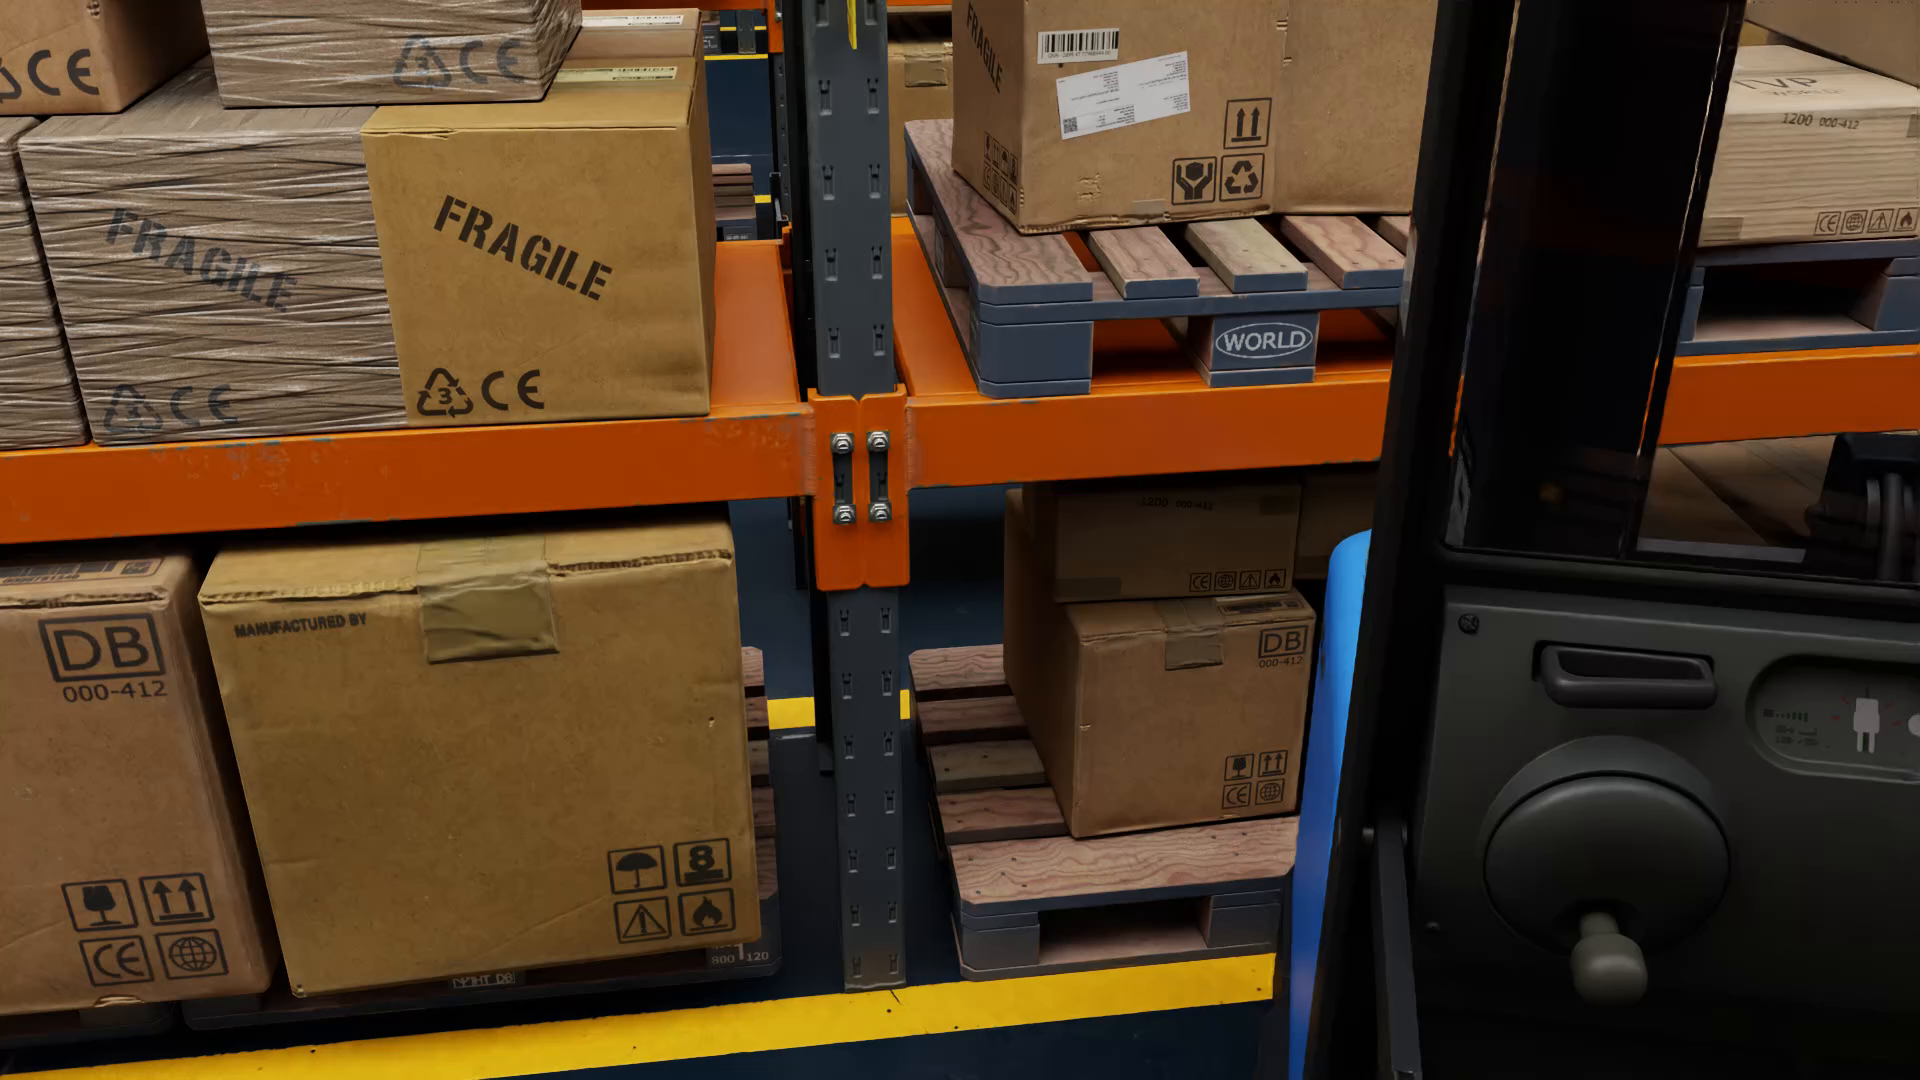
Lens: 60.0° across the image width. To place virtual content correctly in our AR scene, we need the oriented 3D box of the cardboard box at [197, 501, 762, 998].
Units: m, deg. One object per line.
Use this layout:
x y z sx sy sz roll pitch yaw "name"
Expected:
-0.929 0.164 3.512 0.875 0.875 1.225 -5 28 -10 "cardboard box"

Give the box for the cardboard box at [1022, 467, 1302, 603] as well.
0.416 -0.102 3.598 0.500 0.250 0.500 -3 27 -5 "cardboard box"

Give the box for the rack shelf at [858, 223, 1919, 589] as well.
1.737 -0.436 3.602 4.000 0.370 1.077 -4 27 -7 "rack shelf"

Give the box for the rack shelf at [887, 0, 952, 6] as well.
1.146 -2.685 7.984 4.000 0.370 1.077 -4 27 -7 "rack shelf"

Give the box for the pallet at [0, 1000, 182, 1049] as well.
-2.240 0.704 3.647 1.213 0.211 1.003 -4 27 -7 "pallet"

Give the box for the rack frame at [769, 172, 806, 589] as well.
-0.510 -0.468 4.929 0.032 1.125 0.500 -4 27 -7 "rack frame"

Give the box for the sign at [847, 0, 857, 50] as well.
-0.163 -0.893 2.437 0.005 0.325 0.100 -4 27 -7 "sign"

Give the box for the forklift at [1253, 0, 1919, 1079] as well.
0.896 0.319 1.417 1.130 2.935 3.031 5 28 9 "forklift"

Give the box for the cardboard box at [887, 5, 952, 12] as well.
-0.333 -4.208 12.585 0.625 0.372 0.950 -4 27 -8 "cardboard box"

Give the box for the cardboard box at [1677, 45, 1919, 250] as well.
1.449 -0.752 3.133 0.500 0.250 0.500 -4 27 -9 "cardboard box"

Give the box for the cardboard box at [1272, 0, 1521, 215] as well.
0.825 -0.993 3.330 0.500 0.500 0.700 0 27 1 "cardboard box"

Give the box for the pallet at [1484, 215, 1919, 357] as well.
1.711 -0.688 3.515 1.213 0.211 1.003 -4 27 -7 "pallet"

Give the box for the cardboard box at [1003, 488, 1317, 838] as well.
0.417 0.236 3.761 0.500 0.500 0.700 -5 28 -10 "cardboard box"

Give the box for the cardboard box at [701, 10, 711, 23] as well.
-2.319 -4.344 12.298 0.875 0.875 0.875 -4 27 -8 "cardboard box"

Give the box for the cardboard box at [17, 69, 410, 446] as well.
-1.192 -0.501 2.831 0.500 0.500 0.500 -4 27 -8 "cardboard box"

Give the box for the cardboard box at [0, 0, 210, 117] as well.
-1.615 -1.040 2.783 0.637 0.503 0.797 -3 27 -6 "cardboard box"

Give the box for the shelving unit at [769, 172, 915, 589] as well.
-0.007 -0.500 4.992 1.048 1.125 0.538 -4 27 -7 "shelving unit"

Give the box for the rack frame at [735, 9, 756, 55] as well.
-1.624 -5.109 11.921 0.127 3.000 1.000 -4 27 -7 "rack frame"

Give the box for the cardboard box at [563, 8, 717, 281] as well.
-0.762 -0.765 3.346 0.500 0.500 0.500 -3 27 -6 "cardboard box"

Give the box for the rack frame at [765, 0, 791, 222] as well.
-0.834 -2.877 7.572 0.127 3.000 1.000 -4 27 -7 "rack frame"

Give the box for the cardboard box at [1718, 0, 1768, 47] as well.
3.759 -2.382 8.473 0.875 0.875 0.875 -3 27 -6 "cardboard box"

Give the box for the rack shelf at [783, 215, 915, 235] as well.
-0.007 -0.760 4.859 1.000 0.278 0.538 -4 27 -7 "rack shelf"

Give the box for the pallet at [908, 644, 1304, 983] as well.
0.531 0.563 3.922 1.213 0.211 1.003 -4 27 -7 "pallet"

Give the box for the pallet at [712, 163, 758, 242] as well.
-1.608 -1.588 8.113 1.213 0.211 1.003 -4 27 -7 "pallet"

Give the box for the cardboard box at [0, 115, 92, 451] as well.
-1.706 -0.466 2.764 0.500 0.500 0.500 -5 28 -9 "cardboard box"

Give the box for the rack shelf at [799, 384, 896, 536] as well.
-0.007 -0.282 5.104 1.000 0.278 0.538 -4 27 -7 "rack shelf"

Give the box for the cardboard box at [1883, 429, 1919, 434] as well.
2.632 0.084 4.056 0.500 0.500 0.700 -4 27 -7 "cardboard box"

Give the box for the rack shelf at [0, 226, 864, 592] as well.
-2.224 -0.181 3.106 4.000 0.370 1.077 -4 27 -7 "rack shelf"

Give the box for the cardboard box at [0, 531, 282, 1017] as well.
-1.813 0.217 3.408 0.875 0.875 1.225 -4 27 -7 "cardboard box"

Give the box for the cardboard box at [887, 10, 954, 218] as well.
-0.219 -2.061 7.986 0.750 0.750 1.050 -4 27 -8 "cardboard box"

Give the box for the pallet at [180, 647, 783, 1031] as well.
-1.034 0.628 3.795 1.213 0.211 1.003 -4 27 -7 "pallet"

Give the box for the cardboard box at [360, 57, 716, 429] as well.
-0.697 -0.530 2.887 0.500 0.500 0.500 -3 27 -6 "cardboard box"

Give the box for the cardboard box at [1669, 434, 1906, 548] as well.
2.078 0.120 3.986 0.500 0.500 0.700 -6 28 -12 "cardboard box"

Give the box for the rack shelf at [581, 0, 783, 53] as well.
-2.815 -2.430 7.488 4.000 0.370 1.077 -4 27 -7 "rack shelf"

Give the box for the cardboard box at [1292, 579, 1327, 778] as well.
0.965 0.195 3.841 0.500 0.500 0.700 -6 28 -11 "cardboard box"

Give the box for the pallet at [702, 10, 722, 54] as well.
-2.415 -3.852 12.526 1.213 0.211 1.003 -4 27 -7 "pallet"

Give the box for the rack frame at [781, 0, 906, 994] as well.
-0.243 -0.629 3.190 0.127 3.000 1.000 -4 27 -7 "rack frame"

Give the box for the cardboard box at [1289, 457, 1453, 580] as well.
0.940 -0.141 3.673 0.500 0.250 0.500 -1 27 -1 "cardboard box"

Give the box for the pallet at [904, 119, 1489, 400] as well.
0.448 -0.637 3.416 1.003 0.211 1.213 -4 27 -7 "pallet"

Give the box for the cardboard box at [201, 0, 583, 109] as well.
-0.969 -1.080 2.861 0.637 0.503 0.797 -3 27 -5 "cardboard box"

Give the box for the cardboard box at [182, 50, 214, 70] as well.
-1.273 -0.732 3.280 0.500 0.500 0.500 -4 27 -9 "cardboard box"

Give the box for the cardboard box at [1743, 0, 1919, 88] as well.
2.014 -0.964 3.270 0.637 0.503 0.797 -1 27 -2 "cardboard box"

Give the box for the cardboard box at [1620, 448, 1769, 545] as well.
1.525 0.156 3.917 0.500 0.500 0.700 -1 27 -3 "cardboard box"

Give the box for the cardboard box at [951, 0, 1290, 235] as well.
0.286 -0.913 3.173 0.500 0.500 0.500 -7 28 -13 "cardboard box"
